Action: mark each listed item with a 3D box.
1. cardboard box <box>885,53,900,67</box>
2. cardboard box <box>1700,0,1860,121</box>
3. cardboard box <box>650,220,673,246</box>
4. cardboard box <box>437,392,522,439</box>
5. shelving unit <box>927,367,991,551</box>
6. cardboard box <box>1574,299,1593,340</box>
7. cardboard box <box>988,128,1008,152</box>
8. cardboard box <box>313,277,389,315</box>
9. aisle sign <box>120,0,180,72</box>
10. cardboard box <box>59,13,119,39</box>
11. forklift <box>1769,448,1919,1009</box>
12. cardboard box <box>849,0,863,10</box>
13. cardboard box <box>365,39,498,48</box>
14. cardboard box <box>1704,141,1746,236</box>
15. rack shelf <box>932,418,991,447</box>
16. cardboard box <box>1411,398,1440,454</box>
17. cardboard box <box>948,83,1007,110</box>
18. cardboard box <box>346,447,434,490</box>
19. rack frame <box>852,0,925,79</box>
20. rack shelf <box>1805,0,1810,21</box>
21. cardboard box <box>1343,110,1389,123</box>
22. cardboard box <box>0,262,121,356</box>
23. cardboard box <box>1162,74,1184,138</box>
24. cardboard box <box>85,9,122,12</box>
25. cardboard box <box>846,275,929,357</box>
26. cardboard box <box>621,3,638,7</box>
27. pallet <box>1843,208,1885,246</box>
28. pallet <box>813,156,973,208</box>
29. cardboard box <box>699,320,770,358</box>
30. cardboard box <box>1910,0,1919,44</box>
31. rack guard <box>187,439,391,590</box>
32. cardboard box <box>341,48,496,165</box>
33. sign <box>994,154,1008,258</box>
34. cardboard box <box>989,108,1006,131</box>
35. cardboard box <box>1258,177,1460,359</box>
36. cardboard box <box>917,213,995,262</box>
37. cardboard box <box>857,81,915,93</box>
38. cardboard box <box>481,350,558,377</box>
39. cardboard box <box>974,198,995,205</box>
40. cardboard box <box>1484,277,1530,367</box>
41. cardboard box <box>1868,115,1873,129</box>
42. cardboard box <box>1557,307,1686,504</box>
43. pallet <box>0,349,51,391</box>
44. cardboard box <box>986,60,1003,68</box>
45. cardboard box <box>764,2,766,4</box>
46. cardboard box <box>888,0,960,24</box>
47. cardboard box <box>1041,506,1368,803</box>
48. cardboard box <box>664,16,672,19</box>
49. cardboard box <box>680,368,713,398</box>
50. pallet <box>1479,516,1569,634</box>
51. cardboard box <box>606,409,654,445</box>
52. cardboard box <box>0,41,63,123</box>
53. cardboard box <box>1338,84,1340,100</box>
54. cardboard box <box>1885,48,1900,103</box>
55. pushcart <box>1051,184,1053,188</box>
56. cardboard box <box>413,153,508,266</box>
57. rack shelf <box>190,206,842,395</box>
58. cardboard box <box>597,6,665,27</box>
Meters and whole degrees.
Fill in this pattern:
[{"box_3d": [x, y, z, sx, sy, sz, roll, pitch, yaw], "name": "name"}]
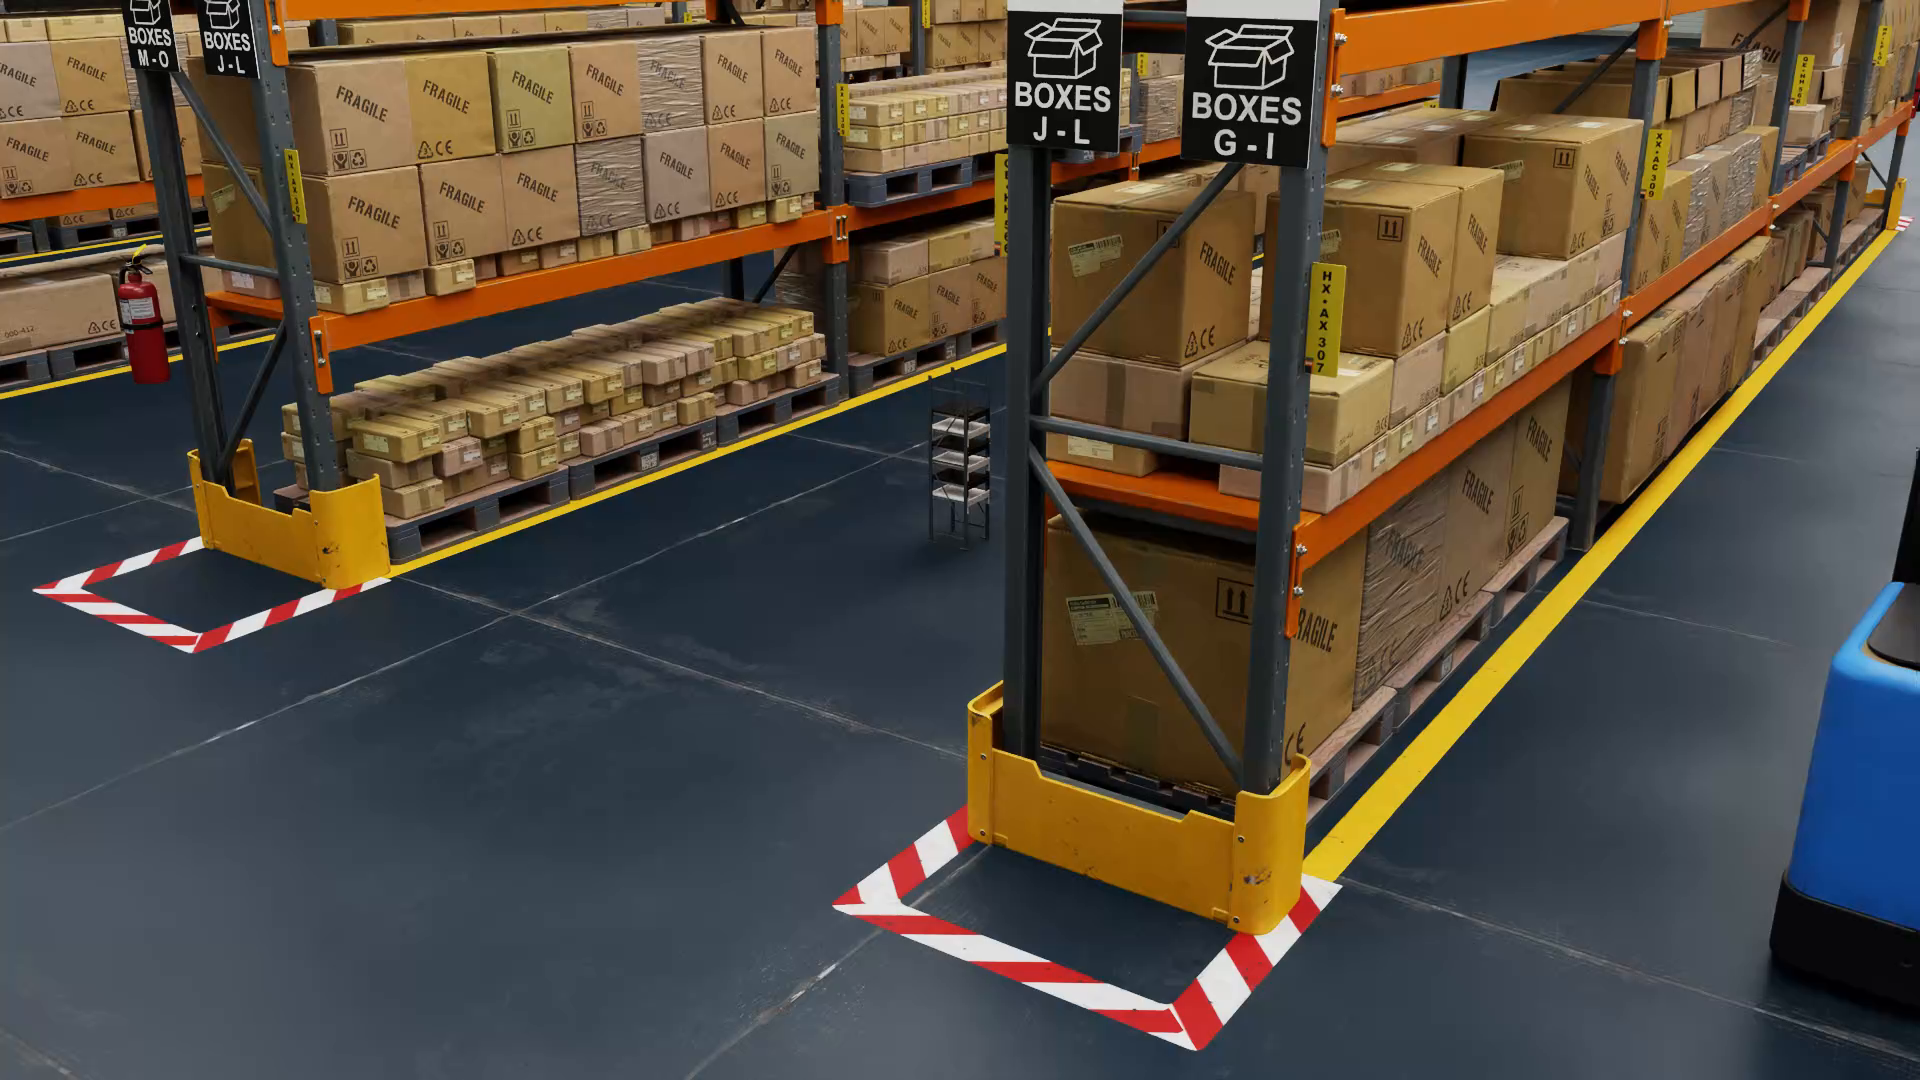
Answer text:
[{"box_3d": [-0.916, -5.552, 19.208, 0.380, 0.149, 0.250, 14, 24, 33], "name": "cardboard box"}, {"box_3d": [6.778, -4.020, 13.838, 1.000, 1.000, 1.000, 13, 24, 32], "name": "cardboard box"}, {"box_3d": [-1.904, -1.822, 9.728, 0.380, 0.149, 0.250, 13, 24, 31], "name": "cardboard box"}, {"box_3d": [-2.572, -0.668, 8.894, 0.380, 0.149, 0.250, 13, 24, 32], "name": "cardboard box"}, {"box_3d": [-0.005, -0.420, 8.603, 0.258, 0.900, 0.210, 13, 24, 32], "name": "shelving unit"}, {"box_3d": [2.654, -1.030, 7.587, 0.380, 0.149, 0.250, 13, 24, 31], "name": "cardboard box"}, {"box_3d": [0.130, -2.921, 12.095, 0.380, 0.149, 0.250, 13, 24, 31], "name": "cardboard box"}, {"box_3d": [-2.997, -1.206, 8.065, 0.380, 0.149, 0.250, 13, 24, 31], "name": "cardboard box"}, {"box_3d": [-3.740, -2.552, 7.593, 0.394, 0.787, 0.004, 13, 24, 32], "name": "aisle sign"}, {"box_3d": [-6.159, -3.621, 11.710, 0.380, 0.149, 0.250, 13, 24, 32], "name": "cardboard box"}, {"box_3d": [3.812, -0.330, 5.433, 1.130, 2.935, 3.031, 15, 25, 36], "name": "forklift"}, {"box_3d": [-1.305, -5.985, 18.509, 0.380, 0.149, 0.250, 12, 24, 30], "name": "cardboard box"}, {"box_3d": [-2.829, -2.427, 8.987, 0.500, 0.500, 0.500, 15, 25, 34], "name": "cardboard box"}, {"box_3d": [4.445, -2.160, 10.136, 0.500, 0.500, 0.500, 12, 24, 30], "name": "cardboard box"}, {"box_3d": [-0.005, -0.557, 8.552, 0.258, 0.077, 0.200, 13, 24, 32], "name": "rack shelf"}, {"box_3d": [1.500, -0.441, 5.996, 0.380, 0.149, 0.250, 13, 24, 31], "name": "cardboard box"}, {"box_3d": [0.126, -3.195, 11.979, 0.380, 0.149, 0.250, 14, 25, 34], "name": "cardboard box"}, {"box_3d": [-2.943, -0.395, 8.584, 0.380, 0.149, 0.250, 14, 25, 34], "name": "cardboard box"}, {"box_3d": [-0.855, -5.675, 19.782, 1.000, 3.000, 0.127, 13, 24, 32], "name": "rack frame"}, {"box_3d": [6.216, -4.237, 12.610, 1.077, 0.370, 4.000, 13, 24, 32], "name": "rack shelf"}, {"box_3d": [4.210, -4.365, 18.699, 0.875, 0.875, 0.875, 13, 24, 32], "name": "cardboard box"}, {"box_3d": [-6.805, -1.700, 12.125, 0.875, 0.438, 0.875, 14, 25, 33], "name": "cardboard box"}, {"box_3d": [1.806, -3.860, 14.732, 0.500, 0.500, 0.500, 13, 24, 31], "name": "cardboard box"}, {"box_3d": [-6.348, -3.871, 12.386, 0.380, 0.149, 0.250, 12, 24, 30], "name": "cardboard box"}, {"box_3d": [-0.567, -1.628, 11.839, 0.500, 0.500, 0.500, 14, 25, 34], "name": "cardboard box"}, {"box_3d": [-4.538, -7.166, 22.306, 0.380, 0.149, 0.250, 14, 24, 33], "name": "cardboard box"}, {"box_3d": [9.061, -3.334, 17.473, 1.003, 0.211, 1.213, 13, 24, 32], "name": "pallet"}, {"box_3d": [-0.652, -2.544, 11.595, 1.003, 0.211, 1.213, 13, 24, 32], "name": "pallet"}, {"box_3d": [-1.431, -1.275, 10.535, 0.380, 0.149, 0.250, 13, 24, 31], "name": "cardboard box"}, {"box_3d": [9.208, -5.194, 16.470, 0.500, 0.500, 0.500, 13, 24, 32], "name": "cardboard box"}, {"box_3d": [-3.408, -0.145, 8.435, 1.175, 0.500, 0.348, 13, 24, 32], "name": "rack guard"}, {"box_3d": [-2.700, -2.174, 8.303, 0.500, 0.500, 0.500, 14, 25, 33], "name": "cardboard box"}, {"box_3d": [0.154, -1.063, 5.304, 0.100, 0.325, 0.005, 13, 24, 32], "name": "sign"}, {"box_3d": [0.134, -3.062, 12.048, 0.380, 0.149, 0.250, 13, 24, 31], "name": "cardboard box"}, {"box_3d": [1.369, -0.948, 5.711, 0.500, 0.500, 0.500, 13, 24, 31], "name": "cardboard box"}, {"box_3d": [0.020, -2.278, 12.518, 0.500, 0.250, 0.500, 14, 25, 34], "name": "cardboard box"}, {"box_3d": [-0.552, -3.250, 12.128, 0.380, 0.149, 0.250, 12, 24, 30], "name": "cardboard box"}, {"box_3d": [-2.590, -0.999, 9.789, 0.380, 0.149, 0.250, 12, 24, 30], "name": "cardboard box"}, {"box_3d": [0.174, -2.671, 13.578, 0.500, 0.250, 0.500, 13, 24, 31], "name": "cardboard box"}, {"box_3d": [1.949, -0.898, 6.656, 0.500, 0.250, 0.500, 13, 24, 31], "name": "cardboard box"}, {"box_3d": [8.112, -3.847, 15.203, 0.380, 0.149, 0.250, 13, 24, 32], "name": "cardboard box"}, {"box_3d": [3.187, -0.834, 9.155, 1.225, 0.875, 0.875, 13, 24, 32], "name": "cardboard box"}, {"box_3d": [-7.216, -1.168, 11.619, 1.003, 0.211, 1.213, 13, 24, 32], "name": "pallet"}, {"box_3d": [0.314, -5.950, 20.888, 0.380, 0.149, 0.250, 13, 24, 32], "name": "cardboard box"}, {"box_3d": [-2.979, -7.979, 24.504, 0.380, 0.149, 0.250, 14, 24, 33], "name": "cardboard box"}, {"box_3d": [-0.429, -6.414, 19.767, 0.700, 0.500, 0.500, 13, 24, 31], "name": "cardboard box"}, {"box_3d": [0.889, 0.301, 6.084, 0.875, 0.875, 0.875, 13, 24, 32], "name": "cardboard box"}, {"box_3d": [-3.078, -5.095, 17.037, 0.500, 0.500, 0.500, 12, 24, 30], "name": "cardboard box"}, {"box_3d": [-1.743, -1.000, 10.219, 0.380, 0.149, 0.250, 14, 24, 33], "name": "cardboard box"}, {"box_3d": [2.351, 0.064, 8.287, 1.003, 0.211, 1.213, 13, 24, 32], "name": "pallet"}, {"box_3d": [-2.033, -0.689, 9.809, 0.380, 0.149, 0.250, 13, 24, 32], "name": "cardboard box"}, {"box_3d": [-6.528, -3.128, 11.313, 0.500, 0.500, 0.500, 13, 24, 31], "name": "cardboard box"}, {"box_3d": [3.493, -4.917, 17.517, 0.875, 0.550, 0.550, 13, 24, 32], "name": "cardboard box"}, {"box_3d": [8.468, -4.480, 15.981, 0.875, 0.500, 0.500, 13, 24, 32], "name": "cardboard box"}, {"box_3d": [1.058, -4.014, 19.074, 1.648, 0.377, 0.936, 5, 21, 13], "name": "pushcart"}, {"box_3d": [-2.690, -1.715, 8.505, 0.500, 0.500, 0.500, 13, 24, 32], "name": "cardboard box"}, {"box_3d": [-2.326, -1.532, 9.619, 1.077, 0.370, 4.000, 13, 24, 32], "name": "rack shelf"}, {"box_3d": [-3.178, -4.843, 15.950, 0.500, 0.500, 0.500, 13, 24, 30], "name": "cardboard box"}]
